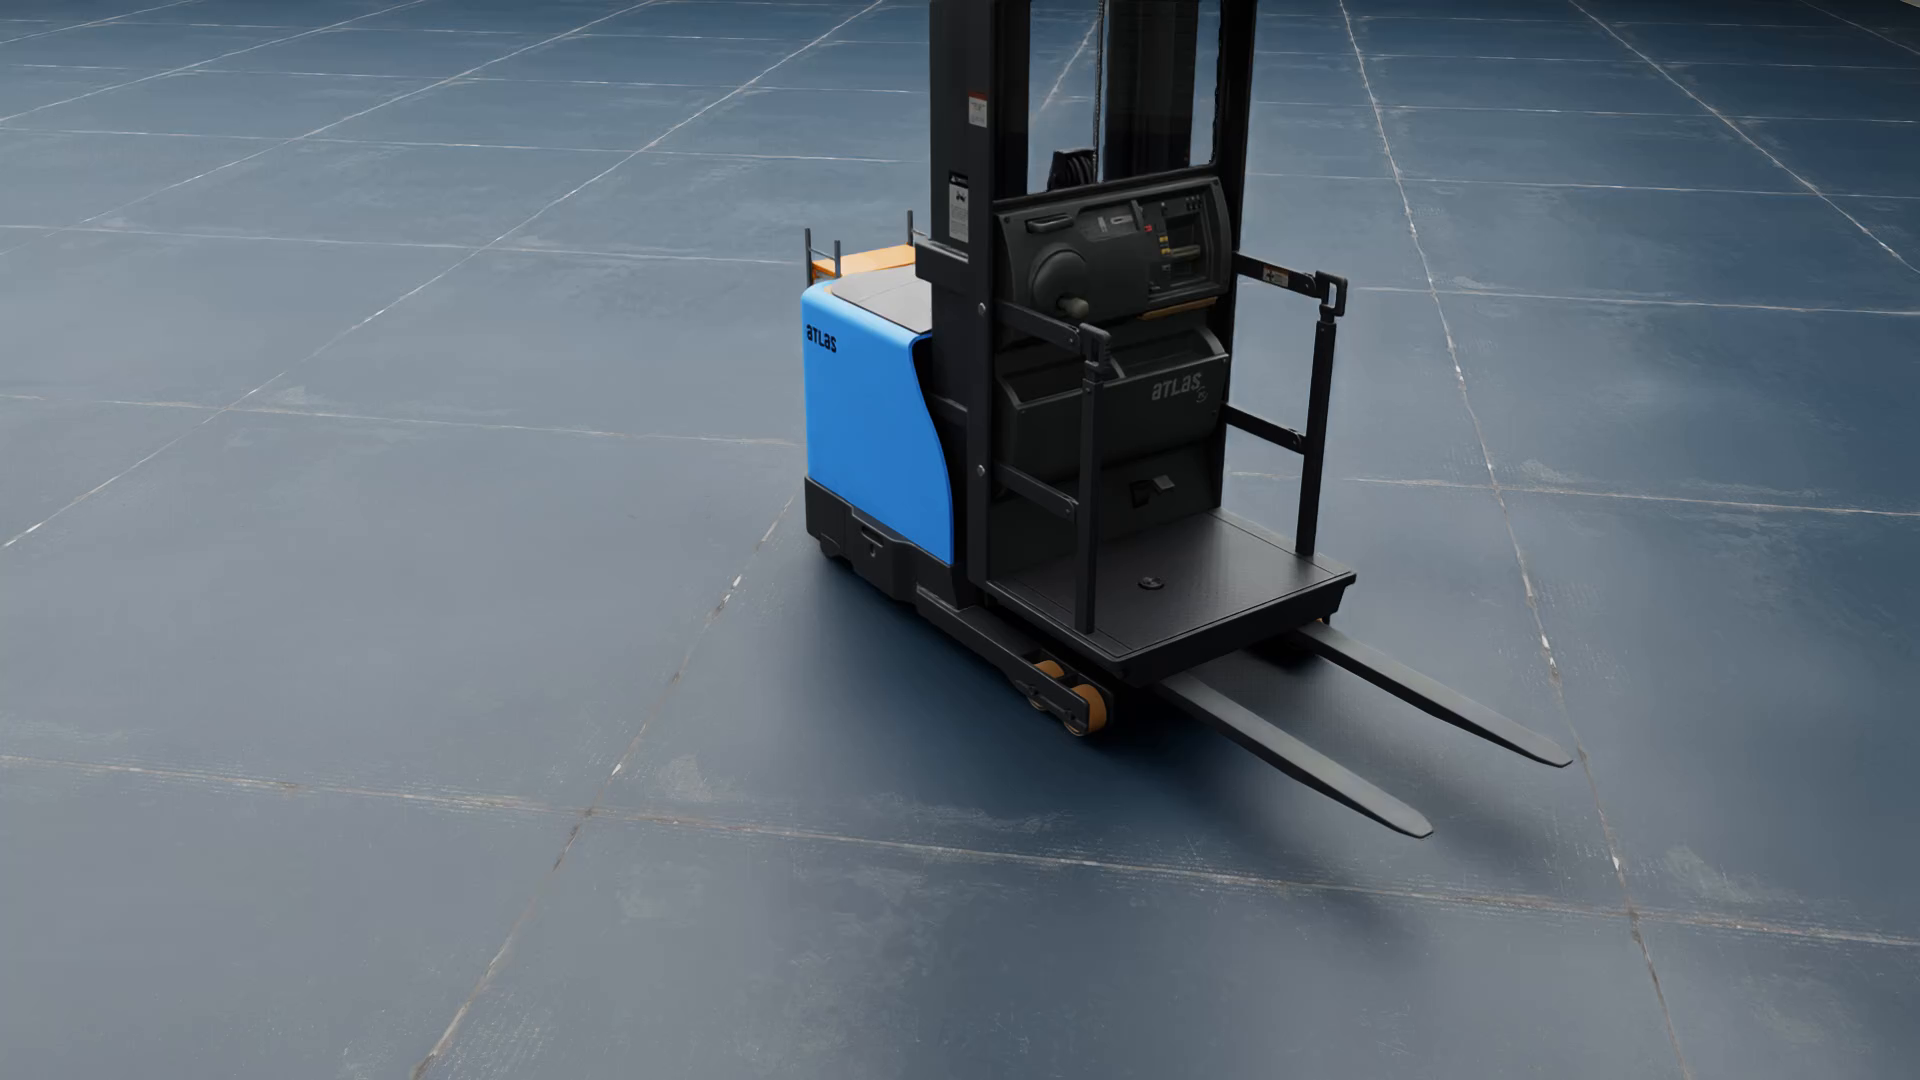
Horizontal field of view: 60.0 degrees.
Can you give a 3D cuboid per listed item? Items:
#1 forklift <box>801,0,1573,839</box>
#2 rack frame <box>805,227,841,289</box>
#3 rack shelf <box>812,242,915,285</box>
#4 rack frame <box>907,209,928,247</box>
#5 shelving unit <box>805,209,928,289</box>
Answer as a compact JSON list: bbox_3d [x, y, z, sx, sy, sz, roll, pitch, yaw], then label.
[{"bbox_3d":[0.644,-0.925,5.269,1.130,2.935,3.031,-17,30,-32],"label":"forklift"},{"bbox_3d":[-0.536,-0.647,6.717,0.015,1.200,0.240,-17,30,-32],"label":"rack frame"},{"bbox_3d":[-0.338,-1.064,6.680,0.480,0.148,0.258,-17,30,-32],"label":"rack shelf"},{"bbox_3d":[-0.141,-0.768,6.976,0.015,1.200,0.240,-17,30,-32],"label":"rack frame"},{"bbox_3d":[-0.338,-0.708,6.847,0.503,1.200,0.258,-17,30,-32],"label":"shelving unit"}]
